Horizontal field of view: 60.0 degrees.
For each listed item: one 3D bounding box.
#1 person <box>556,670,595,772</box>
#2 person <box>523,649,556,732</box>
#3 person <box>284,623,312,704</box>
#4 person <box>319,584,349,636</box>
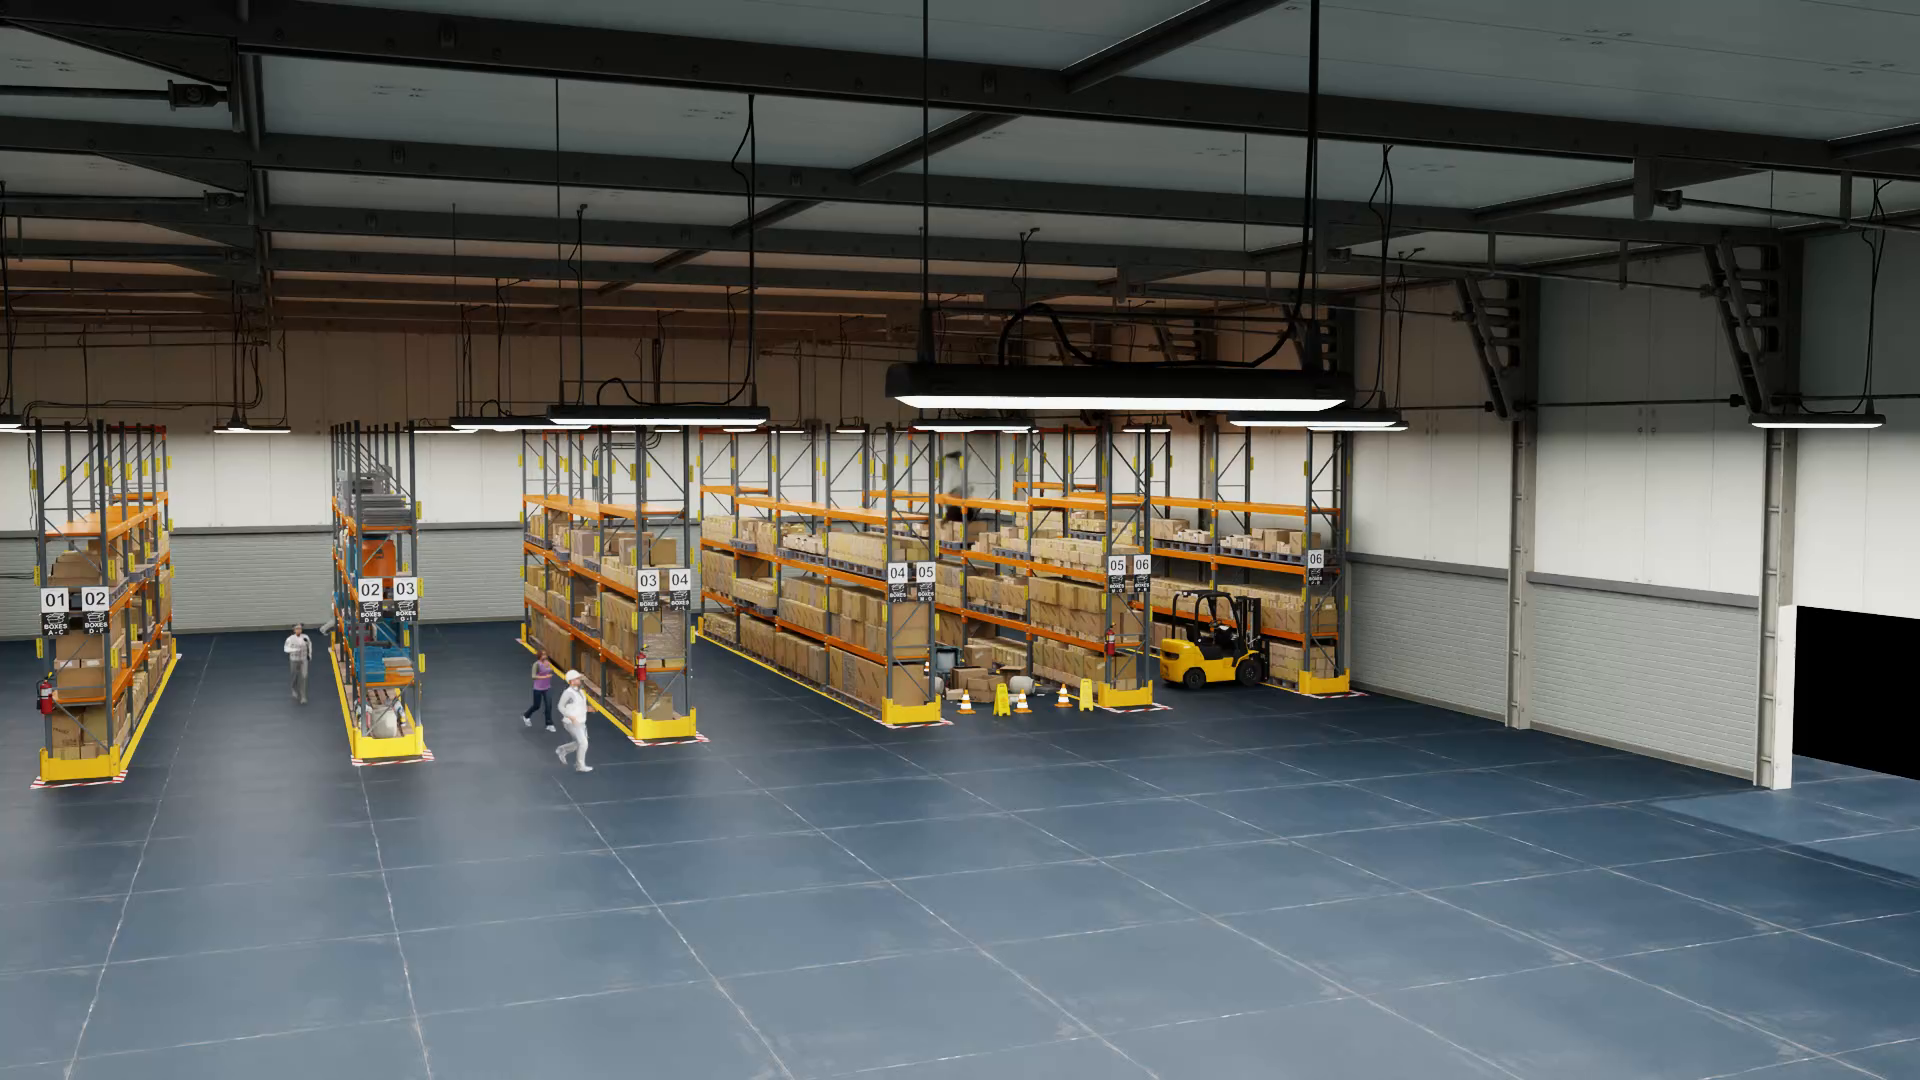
[{"bbox_3d":[-6.599,3.082,28.334,0.716,1.736,0.658,1,4,11],"label":"person"},{"bbox_3d":[-8.128,2.890,32.199,0.881,1.586,0.537,3,4,35],"label":"person"},{"bbox_3d":[-14.253,2.620,35.828,0.589,1.720,0.883,-2,4,-29],"label":"person"},{"bbox_3d":[-17.611,2.015,46.918,0.944,1.676,0.625,-1,4,-11],"label":"person"}]
